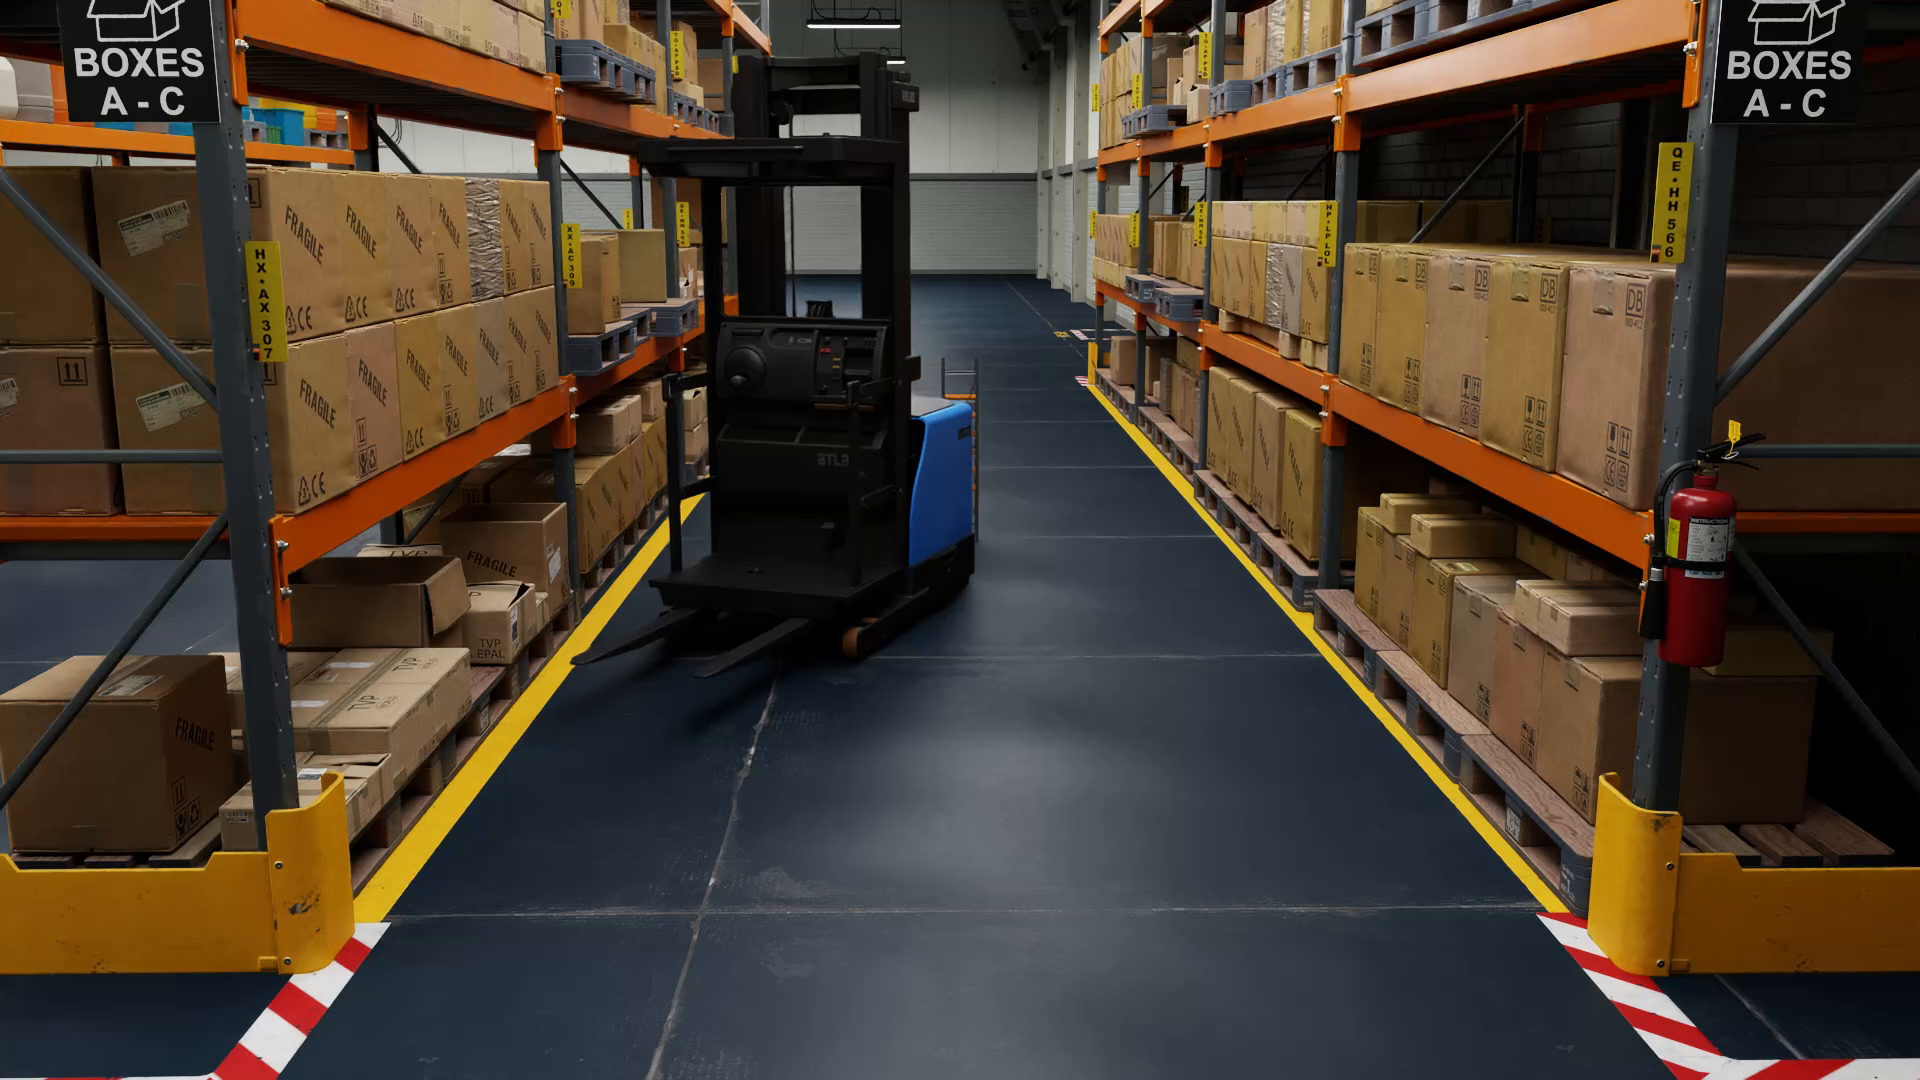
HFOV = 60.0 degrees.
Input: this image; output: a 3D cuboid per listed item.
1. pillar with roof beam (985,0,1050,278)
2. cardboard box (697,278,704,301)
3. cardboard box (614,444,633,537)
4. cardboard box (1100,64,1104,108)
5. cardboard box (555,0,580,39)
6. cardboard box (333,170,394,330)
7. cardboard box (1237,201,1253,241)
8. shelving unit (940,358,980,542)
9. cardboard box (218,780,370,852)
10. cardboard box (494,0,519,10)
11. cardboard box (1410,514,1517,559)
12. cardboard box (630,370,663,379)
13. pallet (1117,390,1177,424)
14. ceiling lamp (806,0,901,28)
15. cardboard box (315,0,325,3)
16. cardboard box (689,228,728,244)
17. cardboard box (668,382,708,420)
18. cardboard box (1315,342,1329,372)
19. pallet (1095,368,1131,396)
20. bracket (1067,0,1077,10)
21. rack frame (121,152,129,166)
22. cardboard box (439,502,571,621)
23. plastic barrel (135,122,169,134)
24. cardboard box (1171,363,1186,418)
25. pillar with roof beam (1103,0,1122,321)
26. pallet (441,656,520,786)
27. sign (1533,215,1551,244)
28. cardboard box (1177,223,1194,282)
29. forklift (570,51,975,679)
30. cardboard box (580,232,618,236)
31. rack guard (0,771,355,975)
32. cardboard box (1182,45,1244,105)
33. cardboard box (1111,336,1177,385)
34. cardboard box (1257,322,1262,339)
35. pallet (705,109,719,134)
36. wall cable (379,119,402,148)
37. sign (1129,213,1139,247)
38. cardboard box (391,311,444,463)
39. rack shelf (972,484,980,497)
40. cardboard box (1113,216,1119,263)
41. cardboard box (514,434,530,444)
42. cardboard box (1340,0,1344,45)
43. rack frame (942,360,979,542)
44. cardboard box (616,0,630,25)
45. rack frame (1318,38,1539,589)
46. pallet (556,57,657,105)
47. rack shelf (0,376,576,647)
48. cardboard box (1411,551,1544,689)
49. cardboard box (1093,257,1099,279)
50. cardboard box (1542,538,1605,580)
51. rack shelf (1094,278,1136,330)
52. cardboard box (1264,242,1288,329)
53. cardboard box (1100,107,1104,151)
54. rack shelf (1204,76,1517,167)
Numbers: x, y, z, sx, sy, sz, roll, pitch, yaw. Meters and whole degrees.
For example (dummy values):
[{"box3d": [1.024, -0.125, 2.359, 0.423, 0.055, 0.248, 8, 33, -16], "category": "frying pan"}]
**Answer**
[{"box3d": [-1.864, -12.176, 48.445, 9.100, 9.000, 0.548, 0, 11, -1], "category": "pillar with roof beam"}, {"box3d": [-2.488, -2.370, 15.534, 0.396, 0.266, 0.258, -1, 11, -3], "category": "cardboard box"}, {"box3d": [-2.316, -0.313, 10.236, 0.500, 0.500, 0.500, 0, 11, 0], "category": "cardboard box"}, {"box3d": [1.945, -5.367, 19.610, 0.500, 0.500, 0.500, -1, 12, -5], "category": "cardboard box"}, {"box3d": [-2.498, -3.027, 9.329, 0.600, 0.600, 0.600, 0, 11, -2], "category": "cardboard box"}, {"box3d": [-2.206, -0.957, 5.463, 0.500, 0.500, 0.500, 0, 11, -1], "category": "cardboard box"}, {"box3d": [2.123, -2.110, 10.981, 0.500, 0.250, 0.500, 0, 11, -1], "category": "cardboard box"}, {"box3d": [0.000, -0.591, 10.954, 0.258, 1.200, 0.189, 0, 11, -1], "category": "shelving unit"}, {"box3d": [-2.107, 0.873, 5.278, 0.380, 0.149, 0.250, 0, 11, -1], "category": "cardboard box"}, {"box3d": [-2.236, -2.466, 7.246, 0.500, 0.250, 0.500, 0, 11, -1], "category": "cardboard box"}, {"box3d": [2.177, -0.018, 7.201, 0.380, 0.149, 0.250, -1, 11, -3], "category": "cardboard box"}, {"box3d": [-2.897, -1.354, 14.638, 0.500, 0.311, 0.500, 0, 11, 0], "category": "cardboard box"}, {"box3d": [2.214, -1.398, 17.417, 1.003, 0.211, 1.213, 0, 11, -1], "category": "pallet"}, {"box3d": [-2.252, -12.455, 35.139, 2.000, 3.185, 0.800, 0, 11, -1], "category": "ceiling lamp"}, {"box3d": [-2.198, -1.724, 4.846, 0.500, 0.250, 0.500, 0, 11, -1], "category": "cardboard box"}, {"box3d": [-2.502, -3.031, 16.571, 0.380, 0.149, 0.250, 0, 11, -1], "category": "cardboard box"}, {"box3d": [-2.344, -1.157, 13.669, 0.500, 0.311, 0.500, -1, 11, -3], "category": "cardboard box"}, {"box3d": [2.138, -0.993, 8.992, 0.380, 0.149, 0.250, 0, 11, -1], "category": "cardboard box"}, {"box3d": [2.163, -1.883, 19.808, 1.003, 0.211, 1.213, 0, 11, -1], "category": "pallet"}, {"box3d": [2.394, -10.977, 33.478, 0.076, 0.066, 4.783, 0, 11, -1], "category": "bracket"}, {"box3d": [-7.642, -2.590, 16.282, 1.000, 3.000, 0.127, 0, 11, -1], "category": "rack frame"}, {"box3d": [-2.229, 0.102, 8.192, 0.500, 0.500, 0.500, 0, 11, -1], "category": "cardboard box"}, {"box3d": [-7.401, -4.076, 14.799, 0.600, 0.901, 0.600, 0, 11, 0], "category": "plastic barrel"}, {"box3d": [2.356, -1.373, 15.461, 0.700, 0.500, 0.500, 0, 11, -2], "category": "cardboard box"}, {"box3d": [-1.493, -8.598, 30.808, 9.100, 9.000, 0.400, 0, 11, -1], "category": "pillar with roof beam"}, {"box3d": [-2.483, 0.727, 6.946, 1.003, 0.211, 1.213, 0, 11, -1], "category": "pallet"}, {"box3d": [2.983, -1.506, 8.563, 0.100, 0.325, 0.005, 0, 11, -1], "category": "sign"}, {"box3d": [2.289, -2.552, 14.737, 0.700, 0.500, 0.500, 1, 12, 7], "category": "cardboard box"}, {"box3d": [-0.889, -0.941, 8.324, 1.130, 2.935, 3.031, 4, 12, 19], "category": "forklift"}, {"box3d": [-2.653, -1.762, 10.893, 0.700, 0.500, 0.500, 2, 12, 10], "category": "cardboard box"}, {"box3d": [-2.443, 0.986, 4.944, 1.175, 0.500, 0.348, 0, 11, -1], "category": "rack guard"}, {"box3d": [2.220, -4.002, 14.387, 0.500, 0.500, 0.500, -1, 11, -3], "category": "cardboard box"}, {"box3d": [2.081, -2.019, 18.648, 0.700, 0.500, 0.500, -1, 12, -5], "category": "cardboard box"}, {"box3d": [2.175, -1.400, 10.999, 0.380, 0.149, 0.250, 0, 11, 0], "category": "cardboard box"}, {"box3d": [-2.658, -3.811, 15.235, 0.805, 0.209, 1.217, -1, 11, -3], "category": "pallet"}, {"box3d": [-18.301, -14.358, 50.646, 2.305, 6.003, 0.169, 0, 11, -1], "category": "wall cable"}, {"box3d": [1.721, -3.051, 16.378, 0.100, 0.325, 0.005, 0, 11, -1], "category": "sign"}, {"box3d": [-2.211, -0.565, 6.048, 0.500, 0.500, 0.500, 0, 11, -1], "category": "cardboard box"}, {"box3d": [0.000, -0.312, 11.011, 0.258, 0.103, 0.180, 0, 11, -1], "category": "rack shelf"}, {"box3d": [1.928, -3.227, 17.860, 0.500, 0.500, 0.500, -1, 11, -3], "category": "cardboard box"}, {"box3d": [-2.846, -0.406, 10.697, 0.500, 0.500, 0.500, -1, 11, -3], "category": "cardboard box"}, {"box3d": [2.520, -2.951, 9.156, 0.700, 0.500, 0.500, -1, 12, -4], "category": "cardboard box"}, {"box3d": [0.002, -0.573, 10.864, 0.240, 1.200, 0.006, 0, 11, -1], "category": "rack frame"}, {"box3d": [-2.604, -3.737, 11.624, 0.500, 0.500, 0.500, 0, 11, -1], "category": "cardboard box"}, {"box3d": [2.428, -1.041, 8.644, 1.000, 3.000, 0.127, 0, 11, -1], "category": "rack frame"}, {"box3d": [-2.492, -2.734, 9.917, 1.213, 0.211, 1.003, 0, 11, -1], "category": "pallet"}, {"box3d": [-2.483, -0.269, 6.652, 1.077, 0.370, 4.000, 0, 11, -1], "category": "rack shelf"}, {"box3d": [2.357, 0.330, 7.121, 0.700, 0.500, 0.500, 0, 11, 0], "category": "cardboard box"}, {"box3d": [1.873, -3.264, 19.930, 0.500, 0.250, 0.500, -1, 11, -3], "category": "cardboard box"}, {"box3d": [2.571, 0.089, 6.675, 0.380, 0.149, 0.250, 0, 11, -1], "category": "cardboard box"}, {"box3d": [2.222, -2.676, 18.514, 1.077, 0.370, 4.000, 0, 11, -1], "category": "rack shelf"}, {"box3d": [2.144, -1.537, 10.042, 0.500, 0.500, 0.500, 0, 11, -1], "category": "cardboard box"}, {"box3d": [1.937, -4.887, 19.759, 0.500, 0.500, 0.500, 0, 11, 0], "category": "cardboard box"}, {"box3d": [2.387, -2.556, 10.377, 1.077, 0.370, 4.000, 0, 11, -1], "category": "rack shelf"}]
